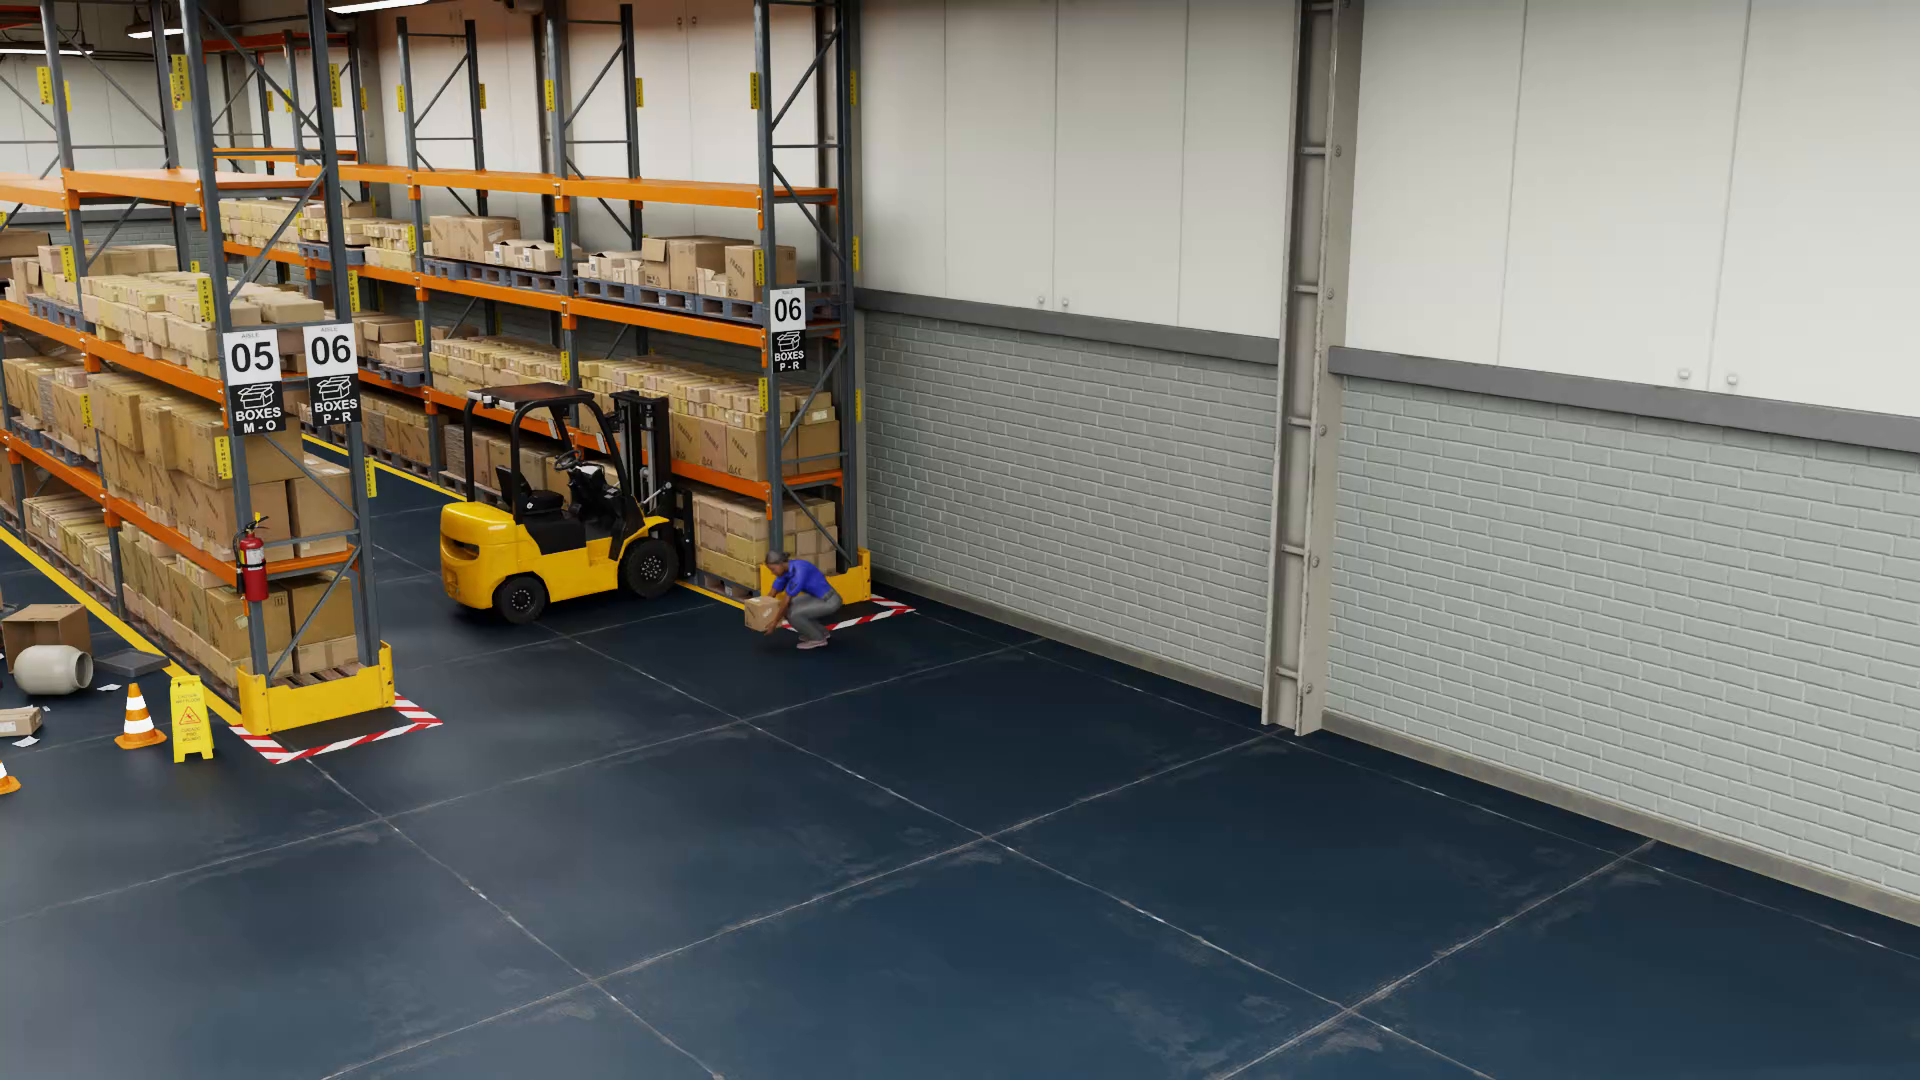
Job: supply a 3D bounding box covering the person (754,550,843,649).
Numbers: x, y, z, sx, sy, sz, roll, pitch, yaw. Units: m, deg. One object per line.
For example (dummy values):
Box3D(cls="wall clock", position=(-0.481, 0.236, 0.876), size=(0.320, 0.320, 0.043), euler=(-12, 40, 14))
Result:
Box3D(cls="person", position=(-1.522, 0.529, 15.411), size=(0.879, 0.946, 0.454), euler=(-4, 15, -14))
